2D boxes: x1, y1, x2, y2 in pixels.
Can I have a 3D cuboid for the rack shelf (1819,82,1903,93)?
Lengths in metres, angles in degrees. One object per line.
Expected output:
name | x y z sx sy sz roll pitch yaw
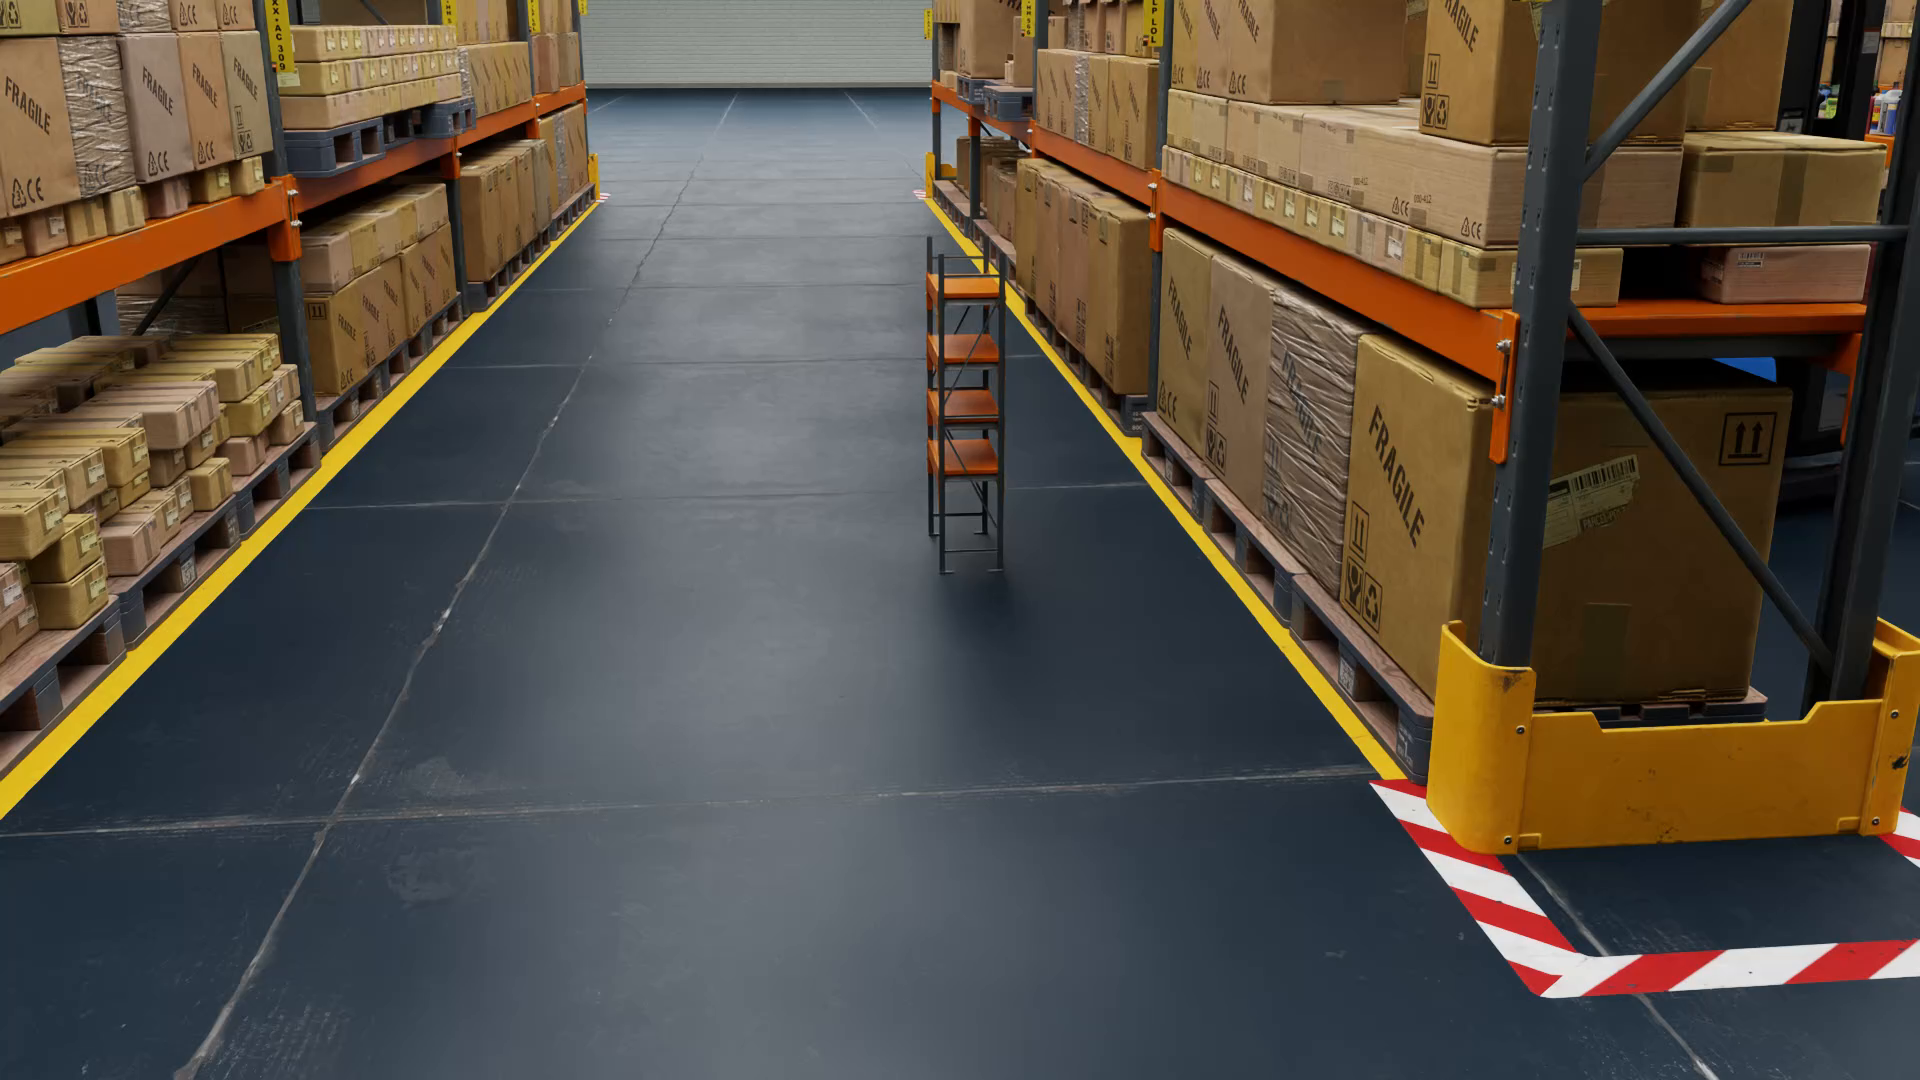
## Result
rack shelf | 10.243 -4.849 18.316 1.077 0.370 4.000 -2 18 -6

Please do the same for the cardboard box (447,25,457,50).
cardboard box | -3.430 -3.209 10.616 0.380 0.149 0.250 -2 18 -8

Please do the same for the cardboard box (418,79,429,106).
cardboard box | -3.326 -2.619 9.731 0.380 0.149 0.250 -3 18 -8

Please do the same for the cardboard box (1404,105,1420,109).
cardboard box | 1.884 -1.398 5.875 0.500 0.250 0.500 -2 18 -7

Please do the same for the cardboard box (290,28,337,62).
cardboard box | -3.107 -2.281 7.659 0.380 0.149 0.250 -1 17 -3

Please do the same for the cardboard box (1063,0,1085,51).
cardboard box | 1.067 -3.408 10.682 0.797 0.503 0.637 -1 17 -4

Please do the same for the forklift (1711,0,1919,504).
forklift | 3.509 -1.683 7.144 3.031 2.935 1.130 -9 19 -26

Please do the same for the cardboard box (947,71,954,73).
cardboard box | 0.057 -4.973 17.928 0.380 0.149 0.250 -2 18 -6

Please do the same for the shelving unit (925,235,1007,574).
shelving unit | 0.017 -0.523 6.340 0.258 1.200 0.503 -2 18 -6

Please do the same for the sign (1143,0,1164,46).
sign | 0.881 -2.403 7.523 0.100 0.325 0.005 -2 18 -6

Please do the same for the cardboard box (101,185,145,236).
cardboard box | -3.029 -1.124 5.668 0.380 0.149 0.250 -1 17 -5

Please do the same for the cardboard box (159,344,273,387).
cardboard box | -3.162 -0.736 7.079 0.380 0.149 0.250 -2 17 -5

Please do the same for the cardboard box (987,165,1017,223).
cardboard box | 0.637 -3.125 15.063 0.700 0.500 0.500 -3 18 -10

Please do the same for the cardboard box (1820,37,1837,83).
cardboard box | 10.176 -5.392 18.677 0.700 0.500 0.500 -2 18 -5

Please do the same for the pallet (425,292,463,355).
pallet | -3.857 -1.413 10.827 1.003 0.211 1.213 -2 18 -6

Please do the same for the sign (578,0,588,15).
sign | -4.220 -6.038 18.574 0.100 0.325 0.005 -2 18 -6

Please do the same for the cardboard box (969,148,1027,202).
cardboard box | 0.385 -3.773 17.158 0.500 0.500 0.500 -3 18 -11

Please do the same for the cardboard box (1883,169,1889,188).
cardboard box | 10.142 -3.766 17.553 0.500 0.250 0.500 -2 18 -6

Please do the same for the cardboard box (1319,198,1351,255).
cardboard box | 1.362 -0.997 5.263 0.380 0.149 0.250 -2 18 -7

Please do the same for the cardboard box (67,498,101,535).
cardboard box | -3.036 -0.049 5.386 0.380 0.149 0.250 -3 18 -8

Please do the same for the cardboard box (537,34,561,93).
cardboard box | -4.417 -4.677 16.317 0.875 0.550 0.550 -2 18 -6

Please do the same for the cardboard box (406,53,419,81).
cardboard box | -3.297 -2.682 9.433 0.380 0.149 0.250 -1 17 -4

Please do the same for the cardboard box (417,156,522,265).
cardboard box | -4.003 -2.548 12.841 1.050 0.750 0.750 -2 17 -5

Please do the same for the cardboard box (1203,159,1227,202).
cardboard box | 1.204 -1.455 6.722 0.380 0.149 0.250 -2 18 -7

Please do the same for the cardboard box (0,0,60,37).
cardboard box | -2.983 -1.708 4.776 0.500 0.500 0.500 -2 18 -7

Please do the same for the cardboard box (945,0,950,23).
cardboard box | 0.123 -5.531 16.953 0.500 0.500 0.500 -2 18 -6

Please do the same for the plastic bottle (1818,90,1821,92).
plastic bottle | 5.705 -2.917 11.167 0.152 0.276 0.135 -2 18 -6

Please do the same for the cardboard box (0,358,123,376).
cardboard box | -3.650 -0.642 6.780 0.380 0.149 0.250 -2 18 -6

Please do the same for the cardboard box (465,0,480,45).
cardboard box | -4.134 -4.091 12.864 0.700 0.500 0.500 -2 18 -6

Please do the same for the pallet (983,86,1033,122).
pallet | 0.828 -3.217 12.237 1.213 0.211 1.003 -2 18 -6

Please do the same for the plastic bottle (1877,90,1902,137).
plastic bottle | 5.800 -2.642 10.290 0.152 0.276 0.135 -2 18 -6

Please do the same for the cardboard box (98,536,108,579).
cardboard box | -3.026 0.099 5.413 0.380 0.149 0.250 -2 18 -5

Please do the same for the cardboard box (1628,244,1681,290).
cardboard box | 2.096 -0.789 4.601 0.380 0.149 0.250 -2 18 -6

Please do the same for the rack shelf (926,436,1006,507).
rack shelf | 0.017 -0.270 6.420 0.258 0.148 0.480 -2 18 -6

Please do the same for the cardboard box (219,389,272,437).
cardboard box | -3.090 -0.523 6.898 0.380 0.149 0.250 -2 18 -8

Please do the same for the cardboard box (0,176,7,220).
cardboard box | -2.963 -1.084 4.458 0.500 0.500 0.500 -2 18 -6

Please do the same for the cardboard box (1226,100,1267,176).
cardboard box | 1.313 -1.528 6.290 0.500 0.250 0.500 -1 17 -4

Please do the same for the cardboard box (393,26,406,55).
cardboard box | -3.273 -2.746 9.142 0.380 0.149 0.250 -1 17 -4

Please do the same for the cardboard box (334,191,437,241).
cardboard box | -3.542 -1.996 10.249 0.500 0.250 0.500 -2 17 -5

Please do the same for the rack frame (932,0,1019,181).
rack frame | 0.182 -5.483 19.135 1.000 3.000 0.127 -2 18 -6

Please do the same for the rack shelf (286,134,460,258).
rack shelf | -3.730 -2.038 9.360 1.077 0.370 4.000 -2 18 -6

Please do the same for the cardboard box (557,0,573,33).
cardboard box | -4.613 -5.674 17.690 0.875 0.550 0.550 -2 18 -6

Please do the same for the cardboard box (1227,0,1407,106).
cardboard box | 1.317 -1.884 6.171 0.500 0.500 0.500 -2 18 -7

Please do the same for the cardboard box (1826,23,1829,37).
cardboard box | 9.941 -5.794 18.874 0.380 0.149 0.250 -2 18 -6

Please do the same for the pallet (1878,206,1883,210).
pallet | 10.409 -3.504 17.487 1.003 0.211 1.213 -2 18 -6

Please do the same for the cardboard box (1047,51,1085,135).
cardboard box | 0.843 -2.841 10.551 0.500 0.500 0.500 -2 18 -7

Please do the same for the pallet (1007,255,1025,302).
pallet | 0.928 -2.002 12.702 1.003 0.211 1.213 -2 18 -6

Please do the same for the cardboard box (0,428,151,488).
cardboard box | -2.983 -0.275 5.611 0.380 0.149 0.250 -2 17 -5

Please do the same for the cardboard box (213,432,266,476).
cardboard box | -3.109 -0.362 6.881 0.380 0.149 0.250 -2 18 -7

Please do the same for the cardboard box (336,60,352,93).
cardboard box | -3.136 -2.216 7.950 0.380 0.149 0.250 -2 18 -7

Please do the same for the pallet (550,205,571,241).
pallet | -4.350 -3.067 16.094 1.003 0.211 1.213 -2 18 -6

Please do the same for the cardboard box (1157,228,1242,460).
cardboard box | 1.409 -0.896 7.368 0.875 0.875 0.875 -2 18 -6

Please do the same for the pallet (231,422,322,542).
pallet | -3.419 -0.256 7.139 1.003 0.211 1.213 -2 18 -6

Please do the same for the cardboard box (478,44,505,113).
cardboard box | -3.870 -3.617 13.022 0.500 0.500 0.500 -2 18 -6

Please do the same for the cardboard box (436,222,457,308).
cardboard box | -3.608 -1.796 10.863 0.500 0.500 0.500 -2 18 -6

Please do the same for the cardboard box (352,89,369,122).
cardboard box | -3.163 -2.154 8.249 0.380 0.149 0.250 -2 18 -5

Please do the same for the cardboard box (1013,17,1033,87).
cardboard box | 0.755 -3.671 12.493 0.700 0.500 0.500 1 17 3
